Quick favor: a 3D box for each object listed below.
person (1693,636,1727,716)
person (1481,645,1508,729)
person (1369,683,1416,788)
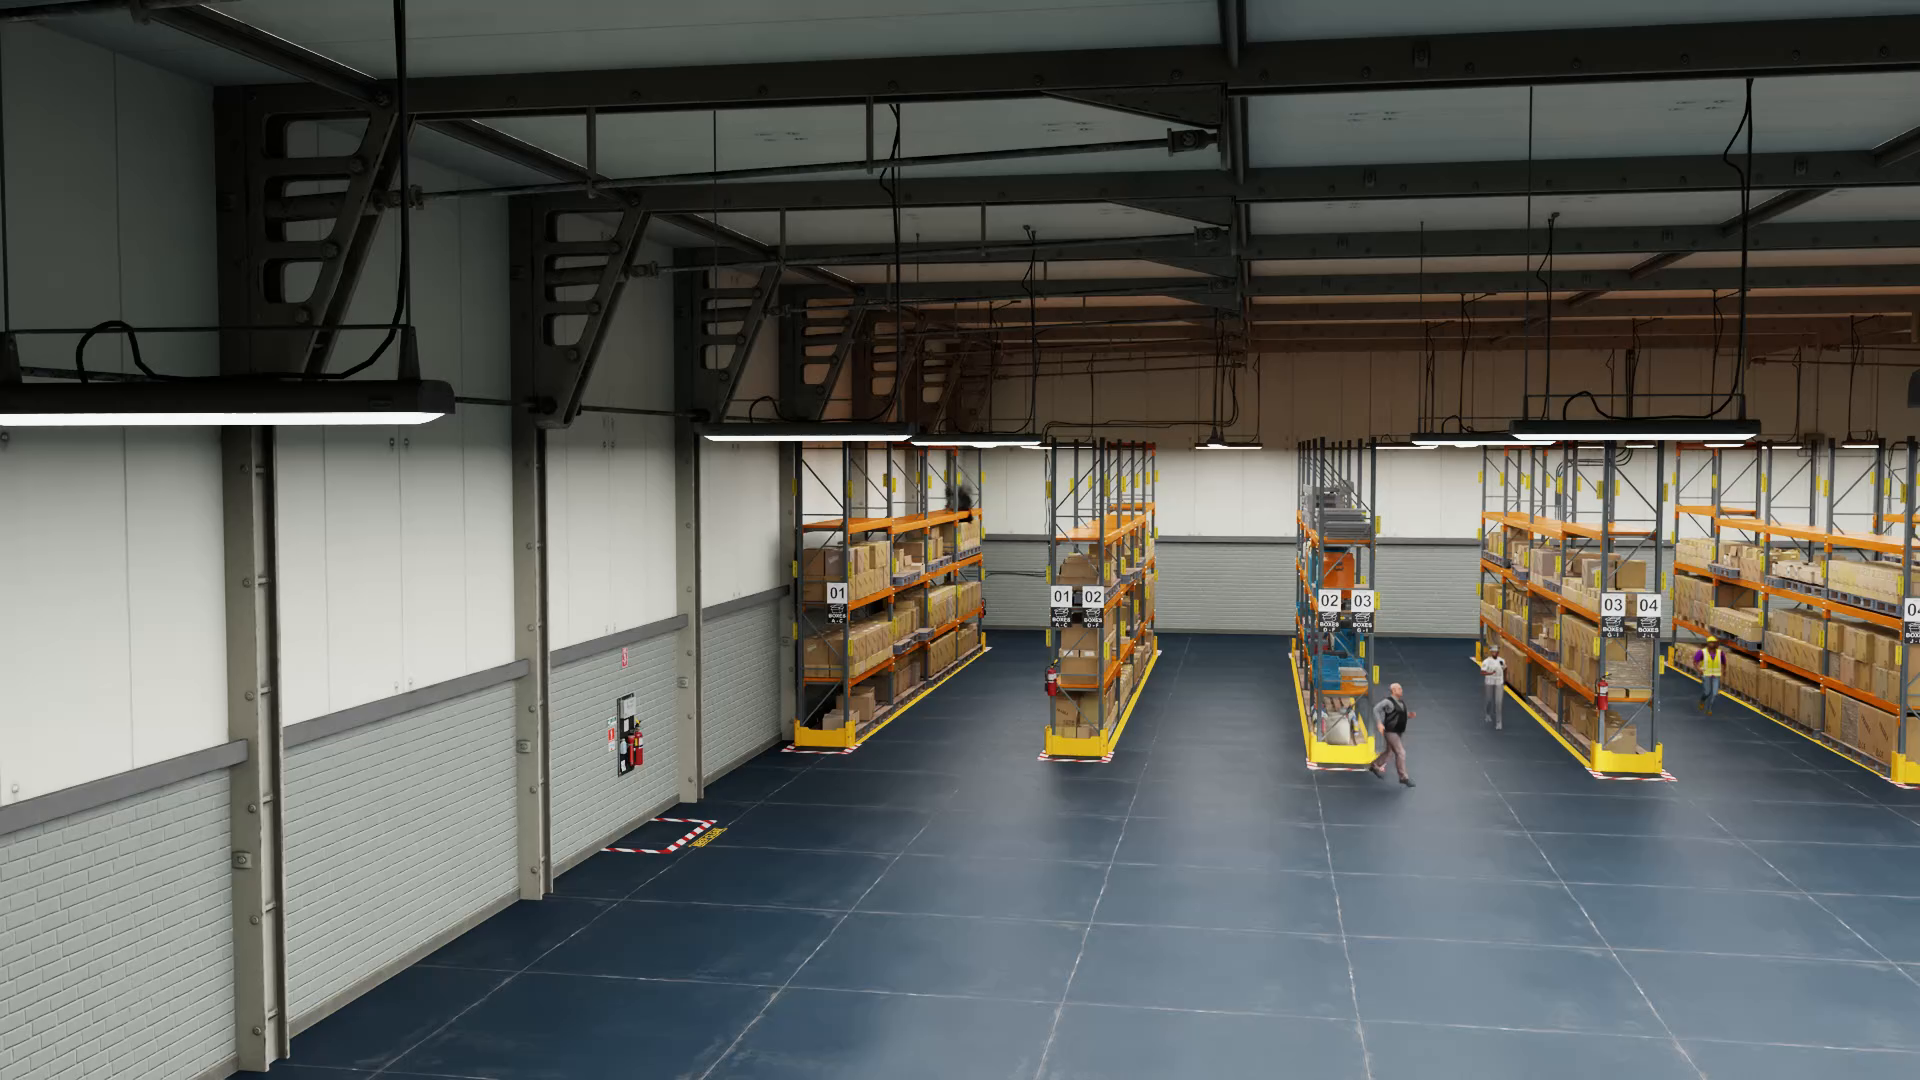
[{"bbox_3d":[16.314,2.949,36.143,0.684,1.720,0.574,1,3,10],"label":"person"},{"bbox_3d":[11.133,3.020,34.636,0.570,1.698,0.925,1,3,11],"label":"person"},{"bbox_3d":[7.400,3.324,28.522,0.943,1.739,0.504,3,4,42],"label":"person"}]
